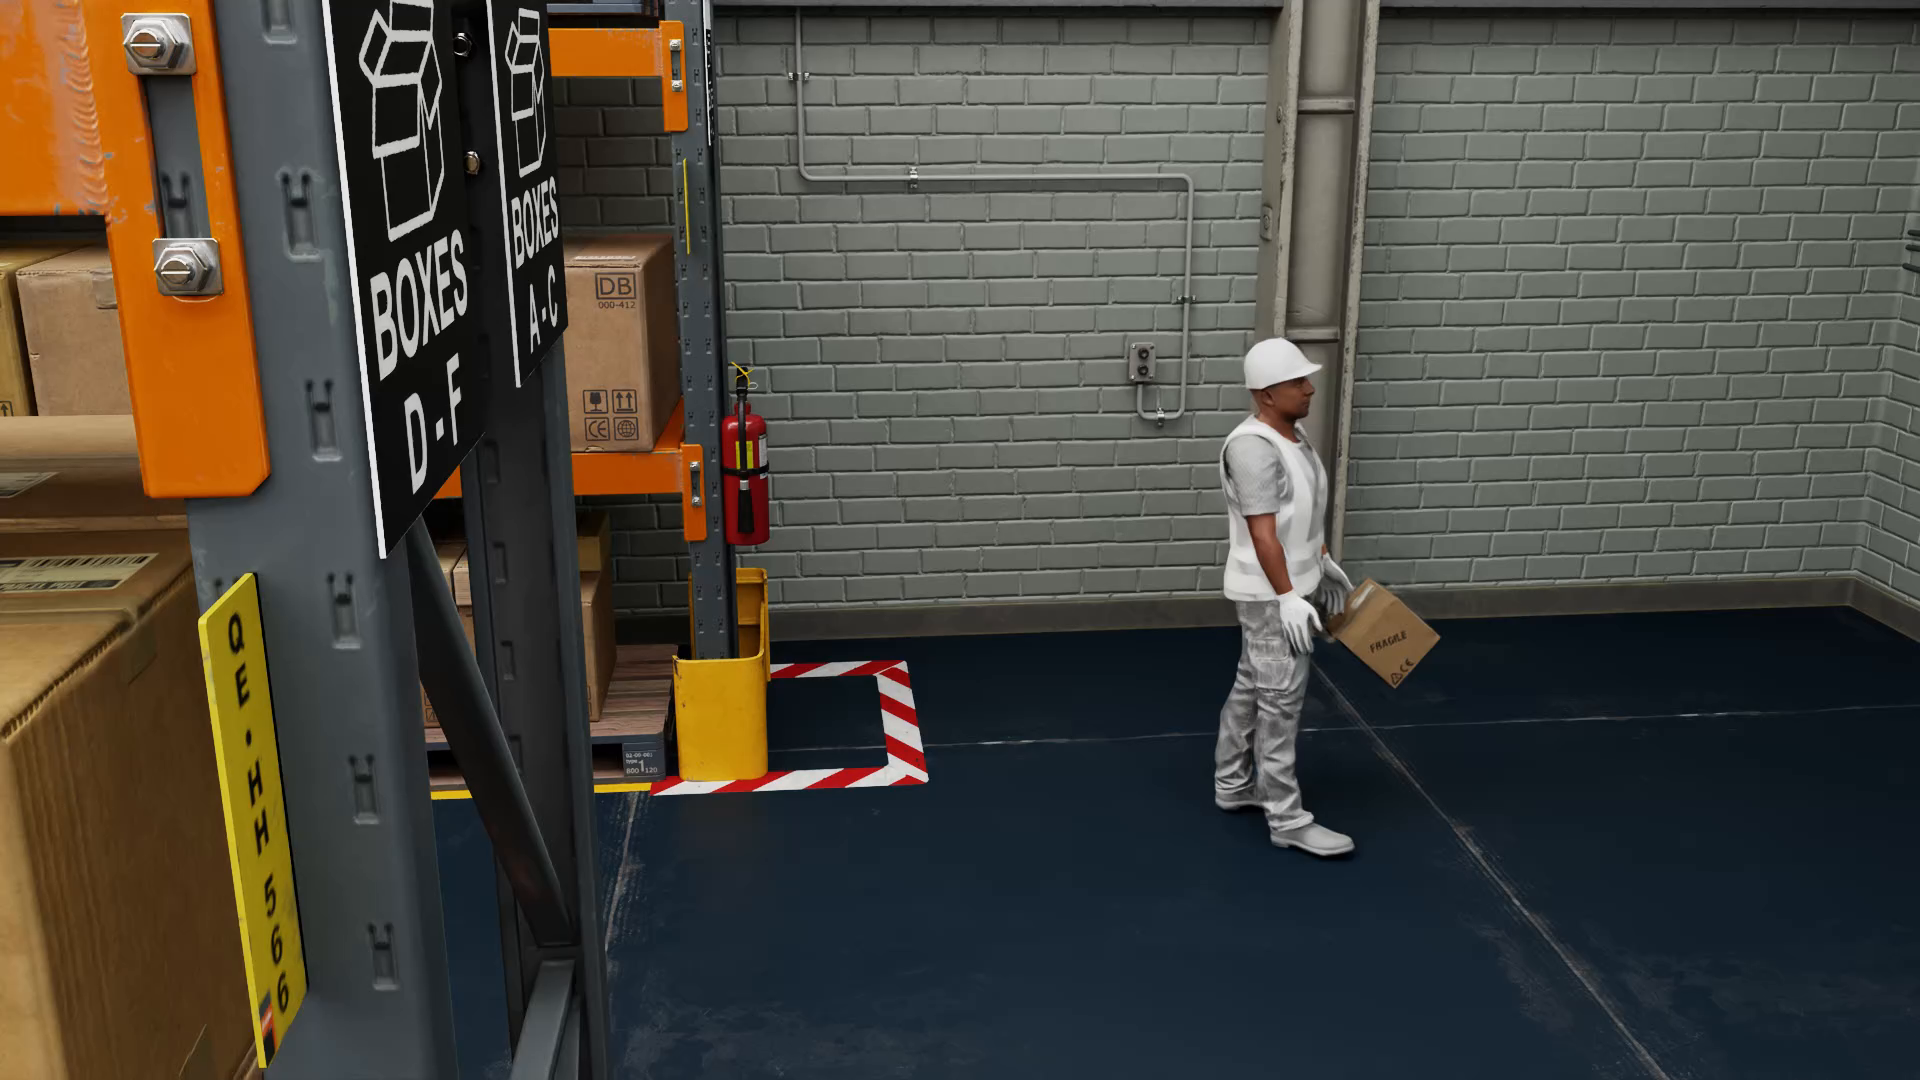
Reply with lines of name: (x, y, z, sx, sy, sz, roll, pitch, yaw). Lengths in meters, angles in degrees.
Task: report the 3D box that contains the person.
person: (1.187, 0.188, 5.856, 0.574, 1.790, 0.603, 7, 18, 21)
